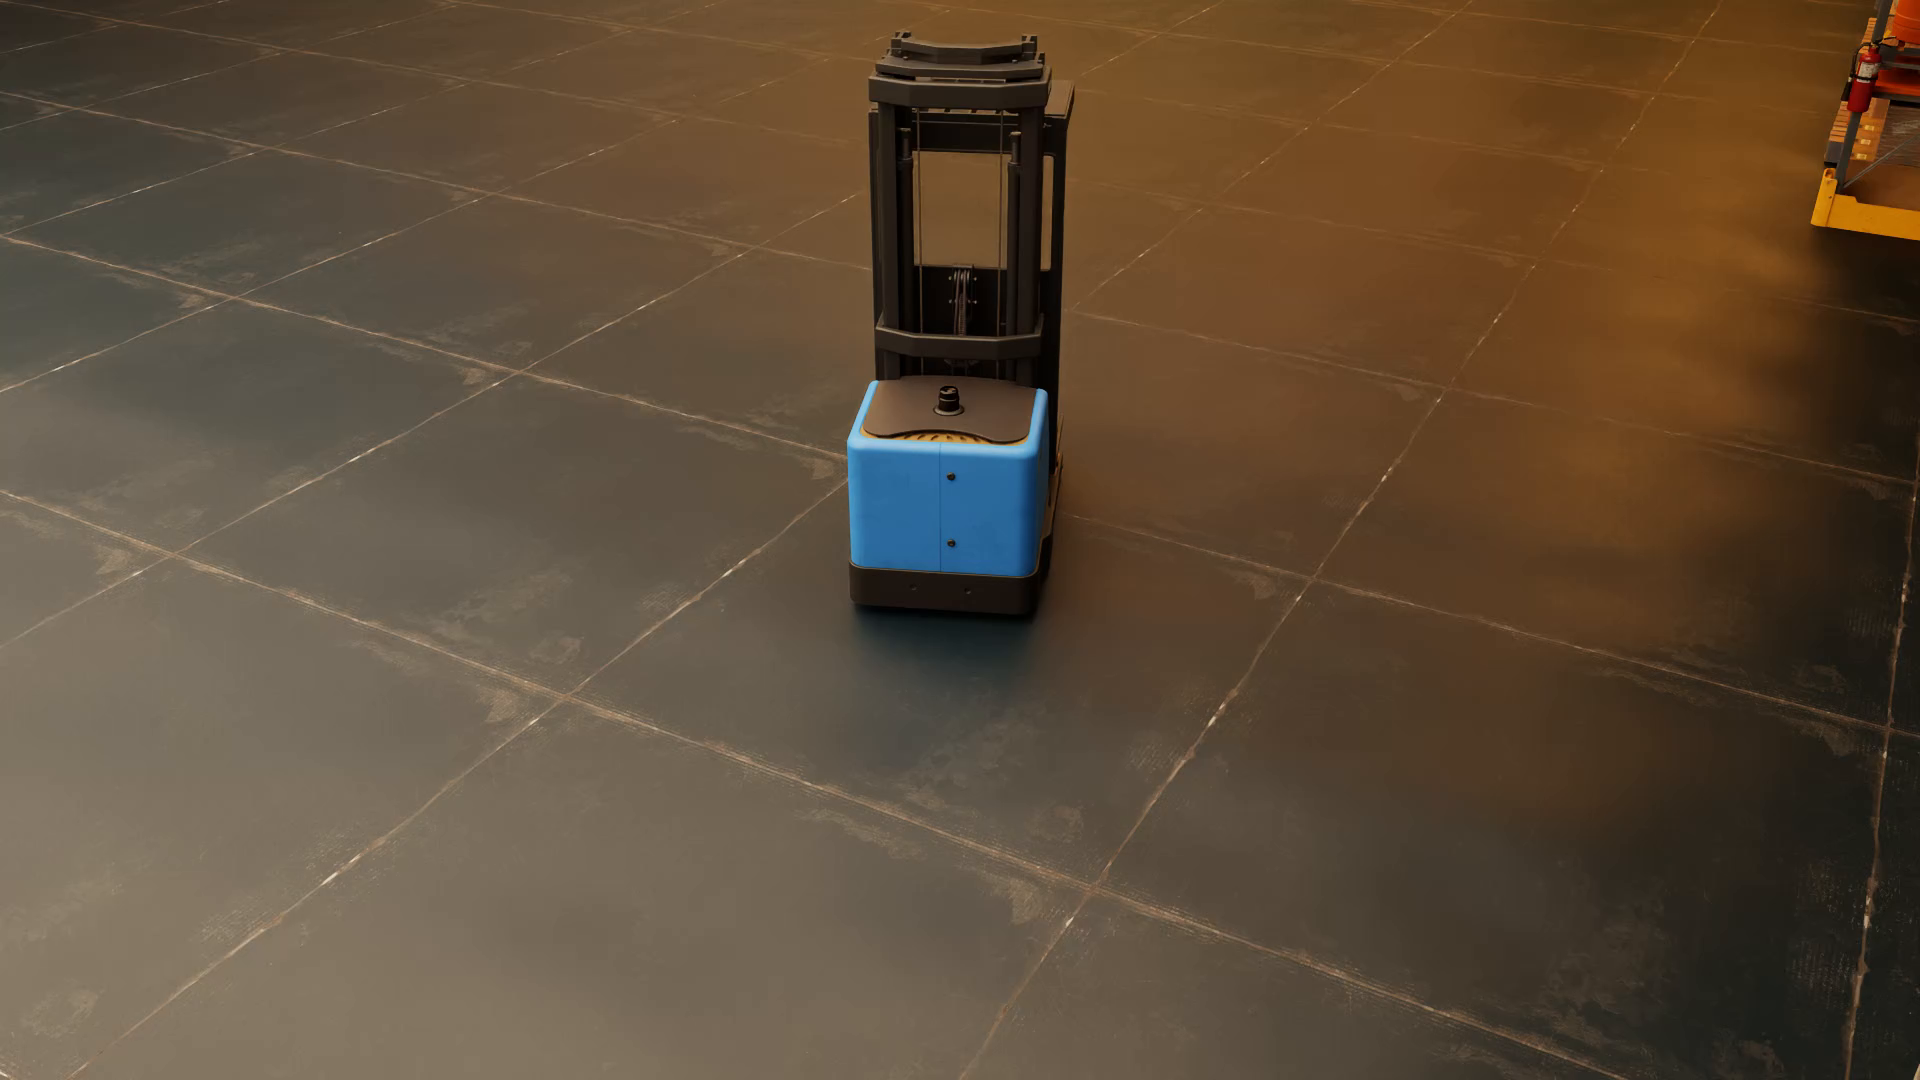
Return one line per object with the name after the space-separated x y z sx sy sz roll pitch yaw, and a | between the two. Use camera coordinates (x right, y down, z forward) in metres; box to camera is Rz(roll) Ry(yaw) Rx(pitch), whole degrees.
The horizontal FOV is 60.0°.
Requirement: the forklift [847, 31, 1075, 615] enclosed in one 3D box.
0.072 -1.572 9.794 1.130 2.935 3.031 3 30 6 | forklift
